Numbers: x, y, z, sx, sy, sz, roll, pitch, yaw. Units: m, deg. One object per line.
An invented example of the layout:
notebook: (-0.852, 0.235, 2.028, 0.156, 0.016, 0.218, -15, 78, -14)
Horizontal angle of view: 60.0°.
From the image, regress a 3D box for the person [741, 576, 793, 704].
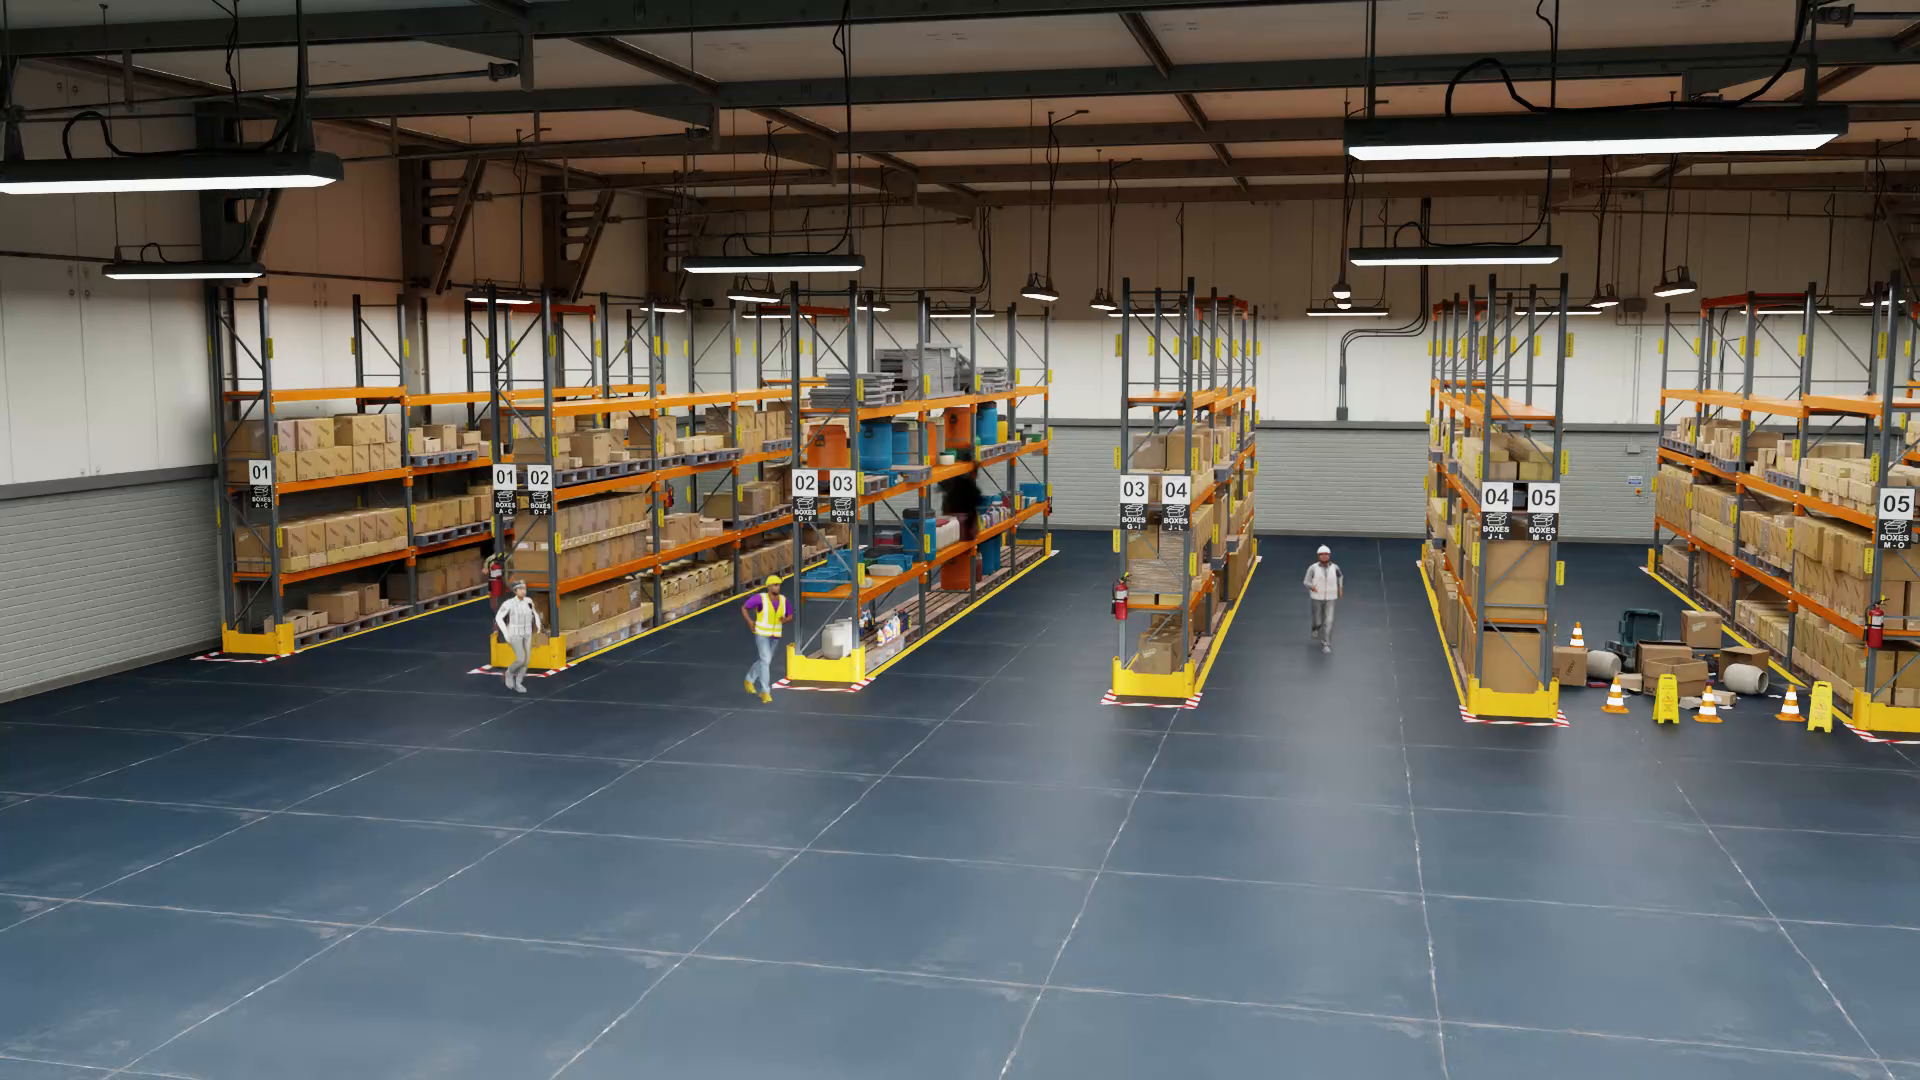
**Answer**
person: (-2.741, 1.390, 23.946, 0.708, 1.782, 0.844, -5, 8, -39)

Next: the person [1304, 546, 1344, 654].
person: (6.046, 0.967, 27.594, 0.676, 1.741, 0.971, 0, 7, 4)

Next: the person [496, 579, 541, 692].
person: (-6.400, 1.395, 24.301, 0.536, 1.664, 0.630, 6, 9, 42)

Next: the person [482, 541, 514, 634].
person: (-8.063, 0.817, 29.099, 0.579, 1.647, 0.963, 1, 7, 8)
